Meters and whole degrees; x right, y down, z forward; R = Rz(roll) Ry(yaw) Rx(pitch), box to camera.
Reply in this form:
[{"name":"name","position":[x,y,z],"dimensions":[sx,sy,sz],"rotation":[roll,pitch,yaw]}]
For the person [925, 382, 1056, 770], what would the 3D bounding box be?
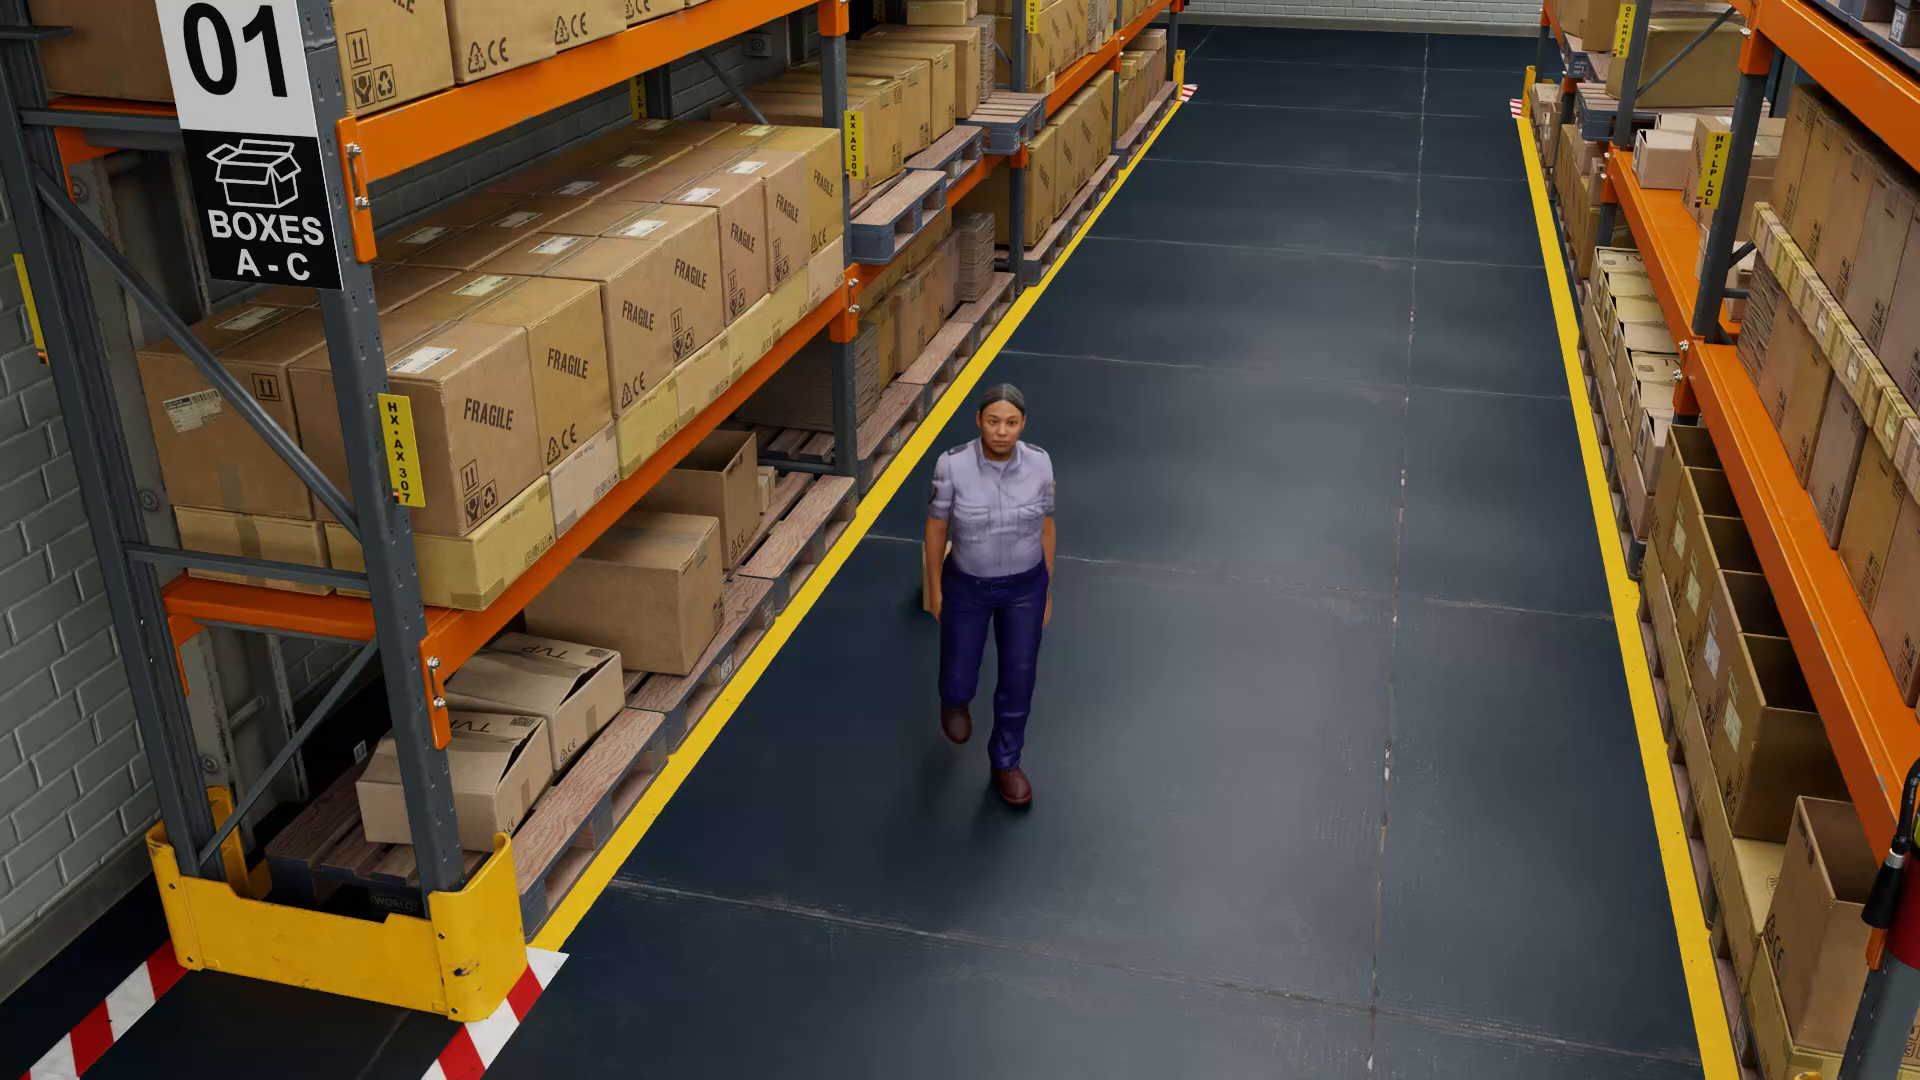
[{"name":"person","position":[0.104,0.129,6.235],"dimensions":[0.486,1.568,0.482],"rotation":[-4,26,-9]}]
